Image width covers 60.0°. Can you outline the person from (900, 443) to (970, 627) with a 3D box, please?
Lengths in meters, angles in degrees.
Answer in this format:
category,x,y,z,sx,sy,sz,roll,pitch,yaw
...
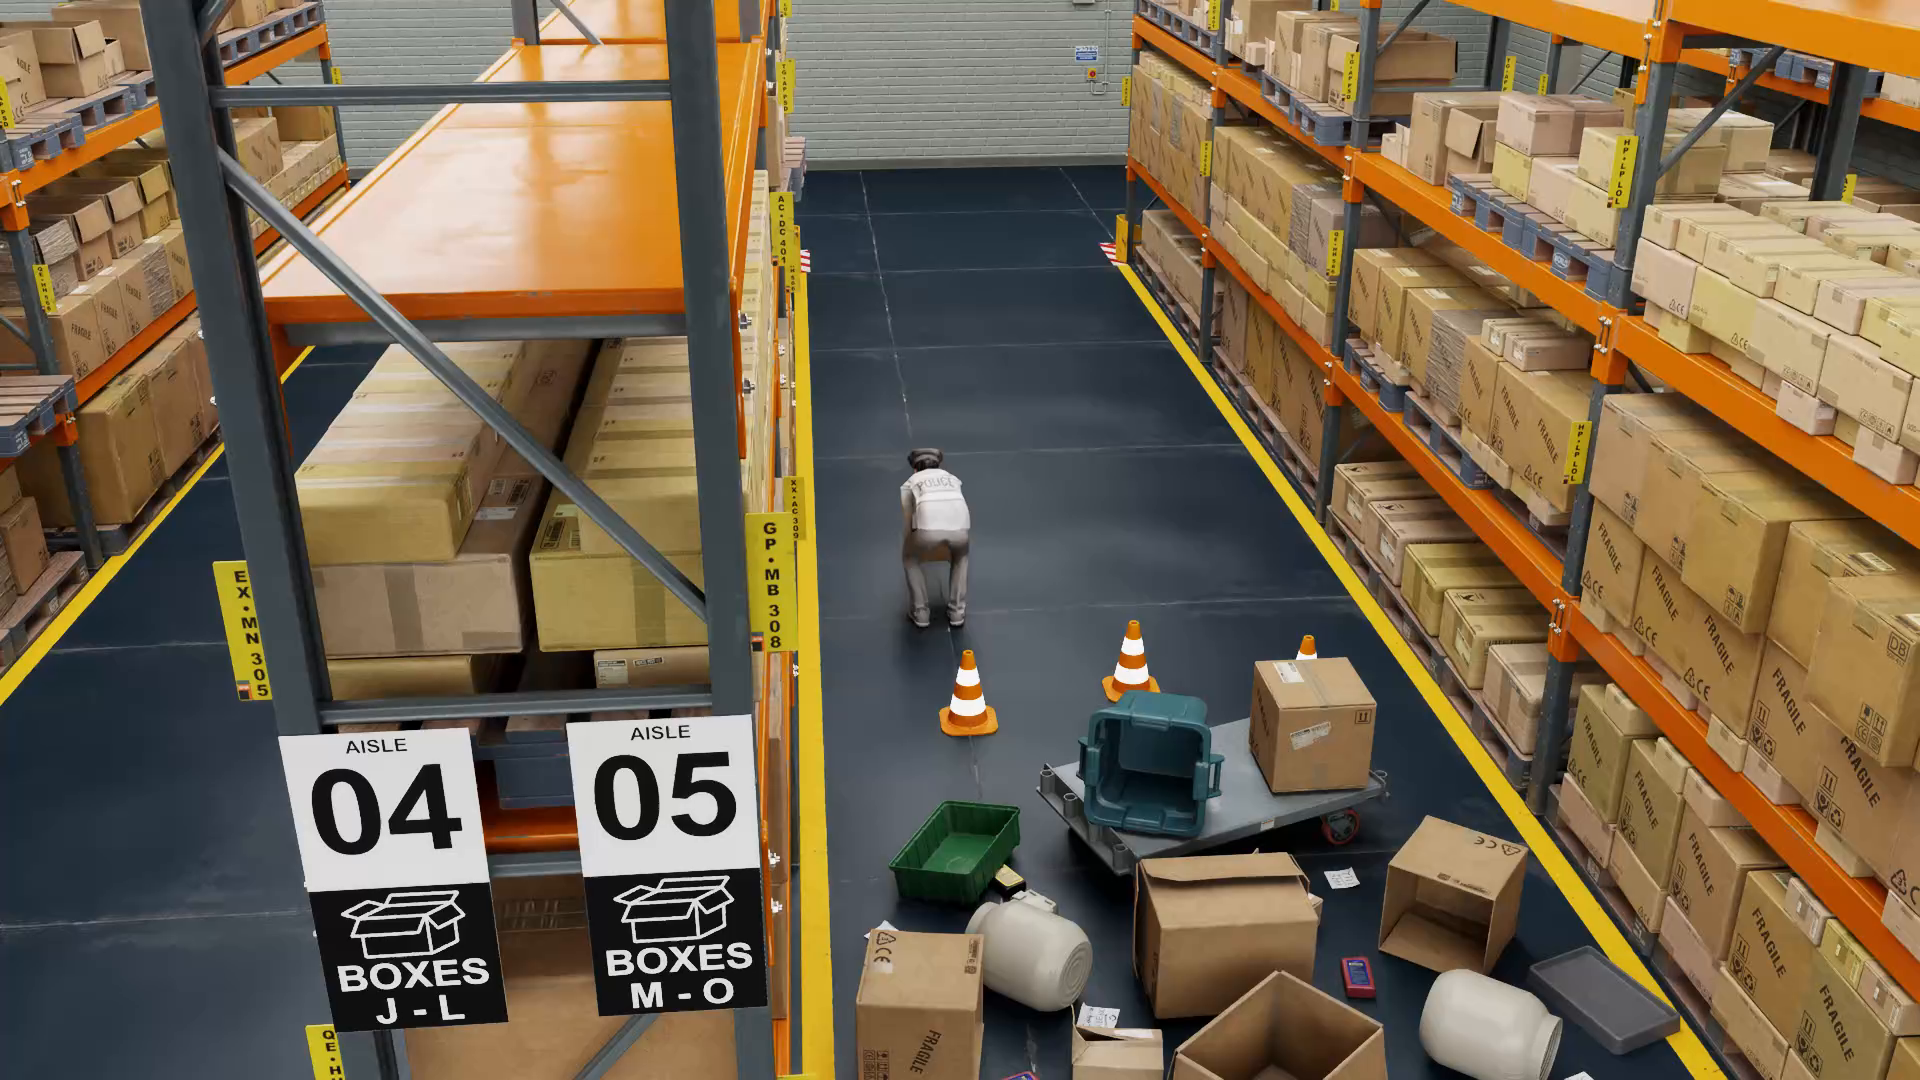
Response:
category,x,y,z,sx,sy,sz,roll,pitch,yaw
person,-0.174,-0.038,11.111,0.451,1.084,0.920,-4,24,-8
